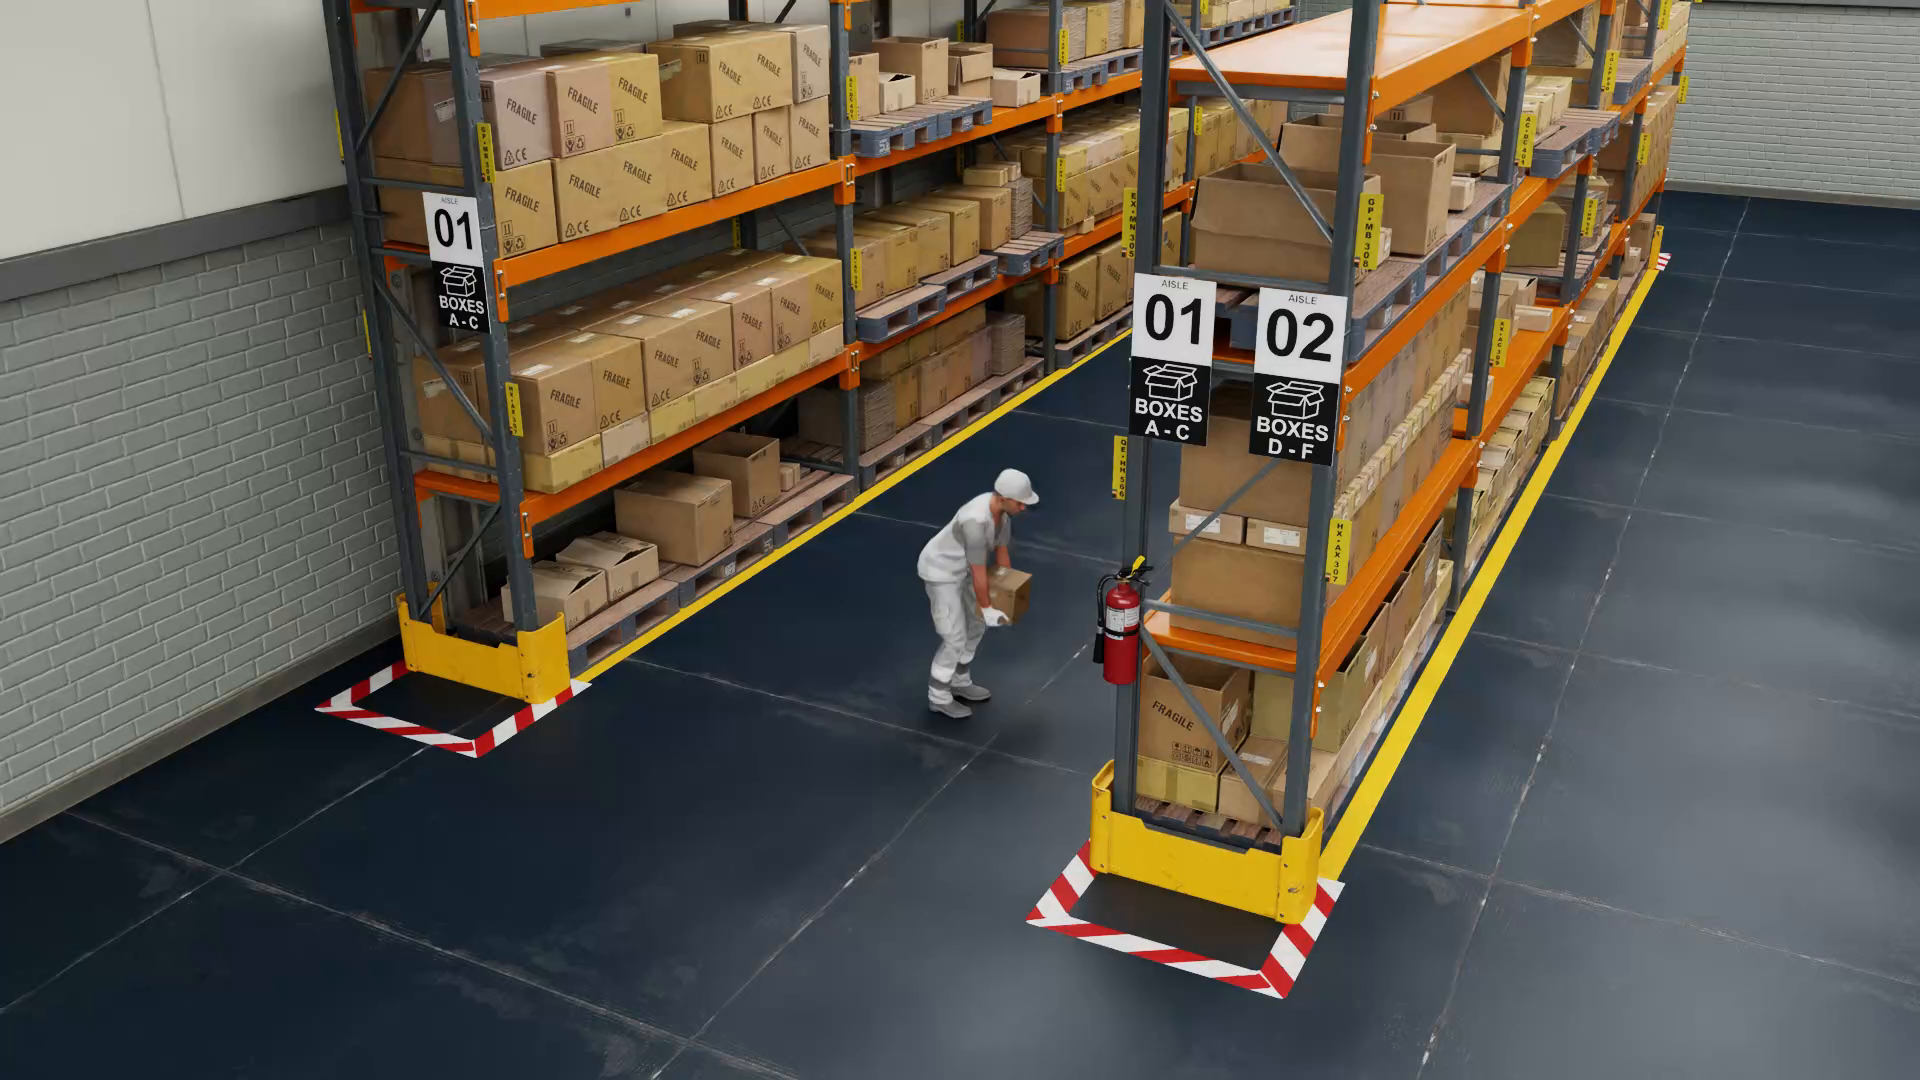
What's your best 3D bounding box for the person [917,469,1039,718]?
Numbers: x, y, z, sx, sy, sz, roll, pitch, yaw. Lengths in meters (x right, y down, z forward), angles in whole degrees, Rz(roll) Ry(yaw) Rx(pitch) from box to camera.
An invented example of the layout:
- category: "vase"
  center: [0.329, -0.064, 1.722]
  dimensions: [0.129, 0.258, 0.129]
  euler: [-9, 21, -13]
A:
- category: "person"
  center: [0.116, 0.306, 10.194]
  dimensions: [0.739, 1.628, 0.492]
  euler: [10, 25, 24]
